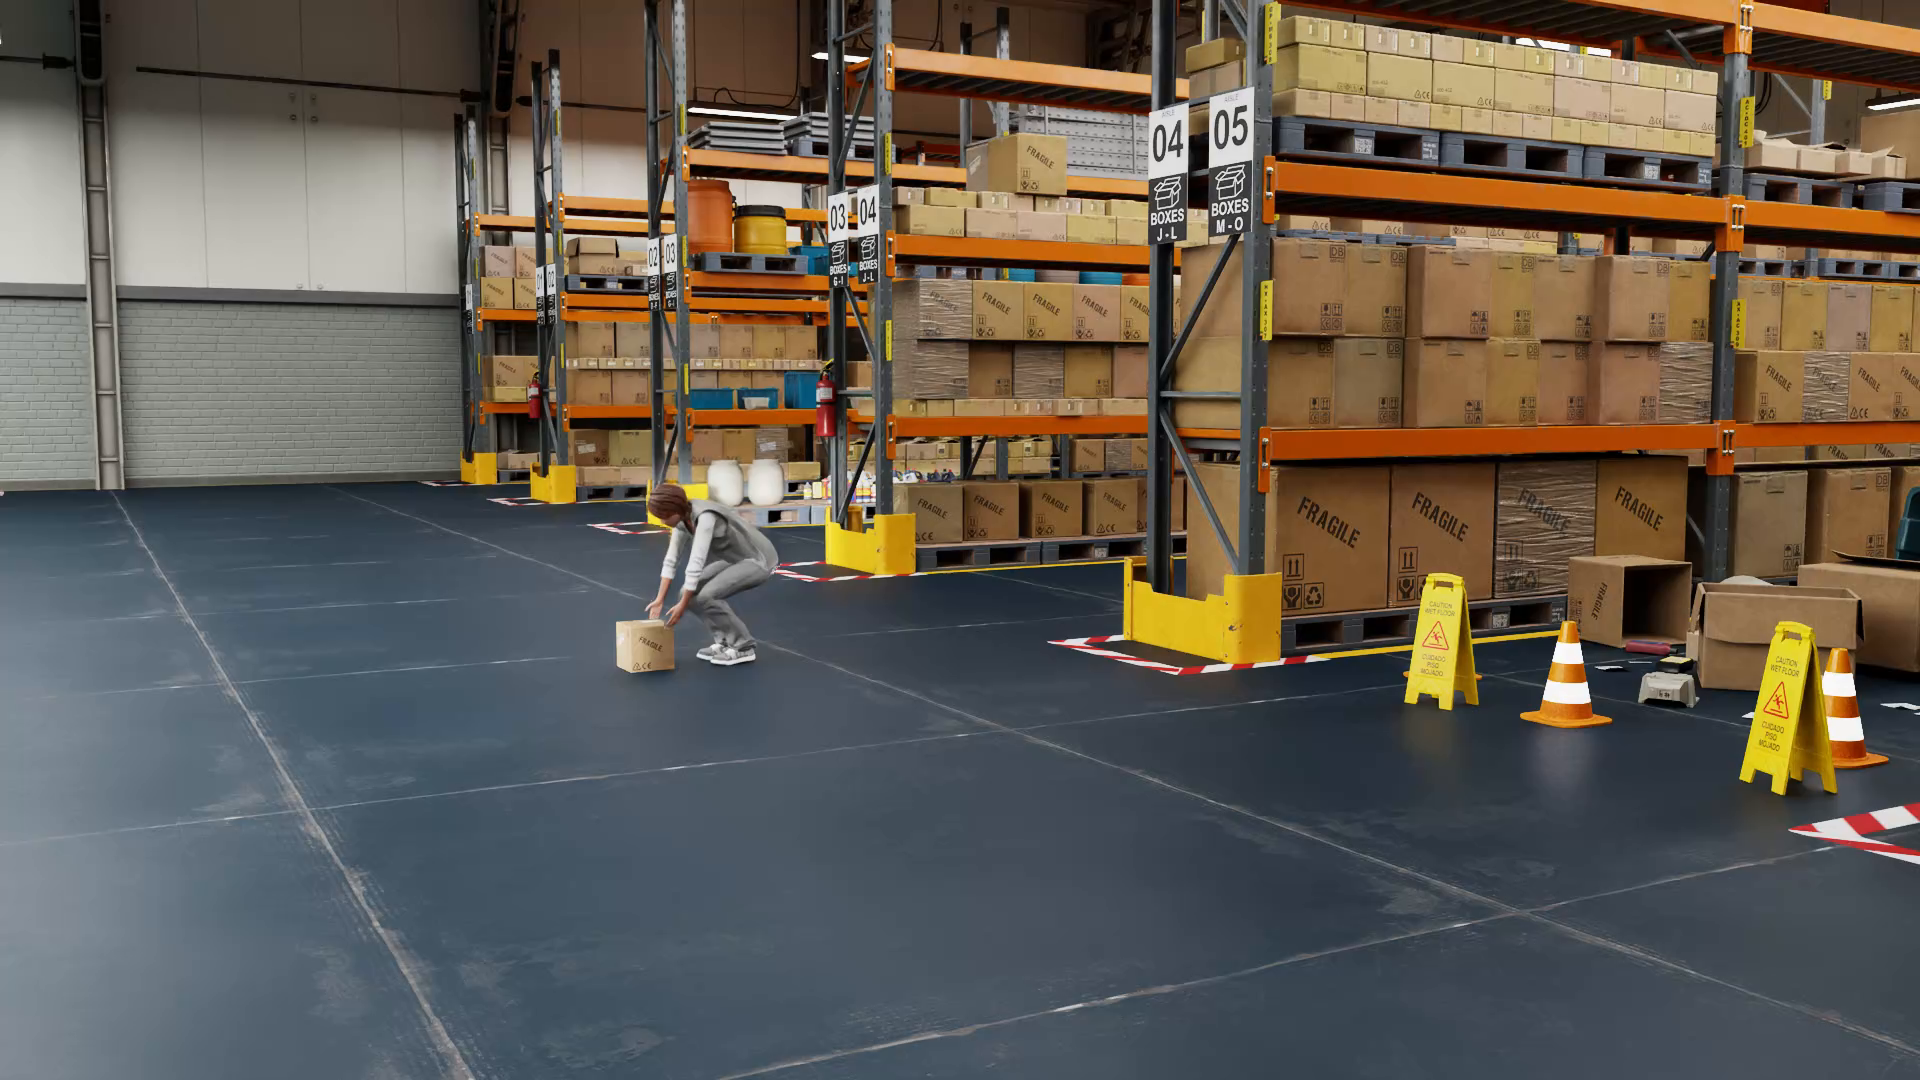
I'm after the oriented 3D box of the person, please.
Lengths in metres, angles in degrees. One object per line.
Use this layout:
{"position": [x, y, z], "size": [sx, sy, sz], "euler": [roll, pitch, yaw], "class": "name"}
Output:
{"position": [-1.382, 0.193, 9.341], "size": [0.769, 1.010, 0.457], "euler": [-3, 6, -29], "class": "person"}
